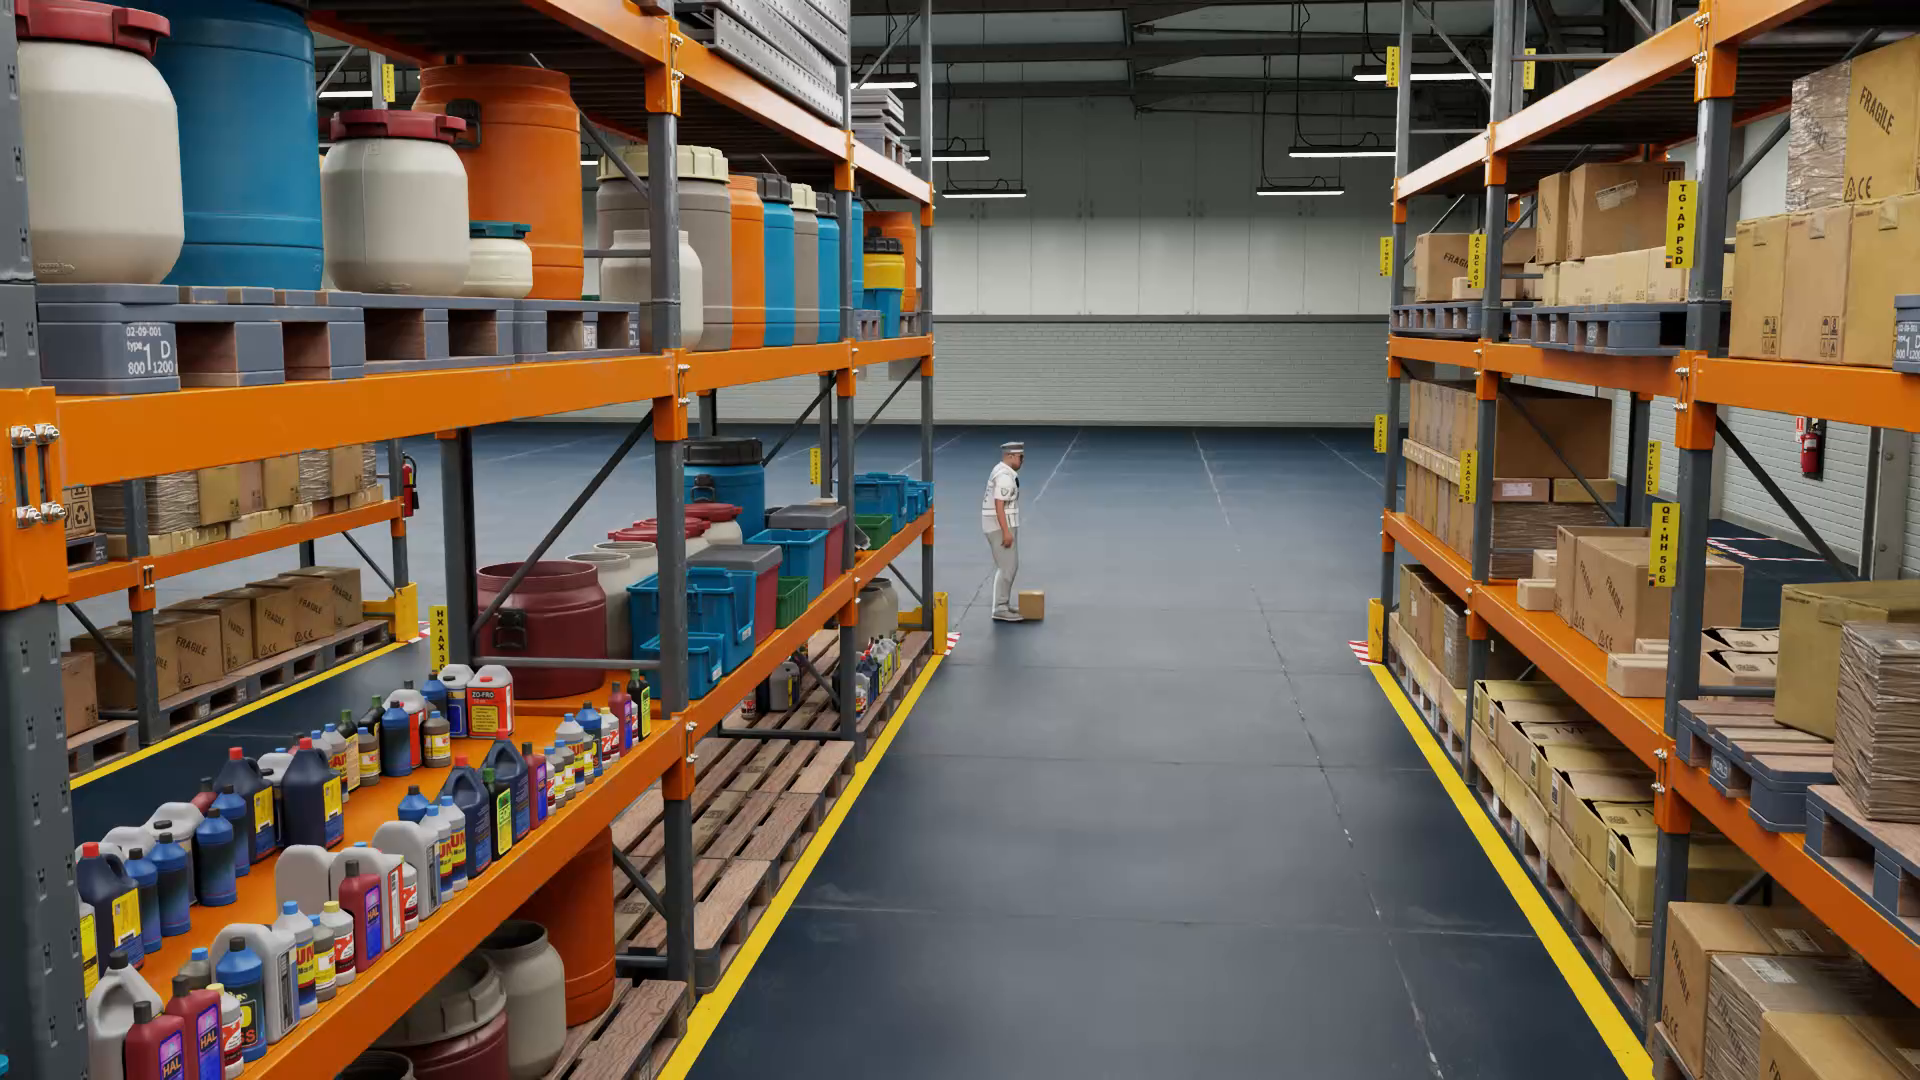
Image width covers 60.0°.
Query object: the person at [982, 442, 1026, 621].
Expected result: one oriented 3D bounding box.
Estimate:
[{"bbox_3d":[0.433,-0.100,16.523,0.437,1.746,0.591,0,8,4],"label":"person"}]
